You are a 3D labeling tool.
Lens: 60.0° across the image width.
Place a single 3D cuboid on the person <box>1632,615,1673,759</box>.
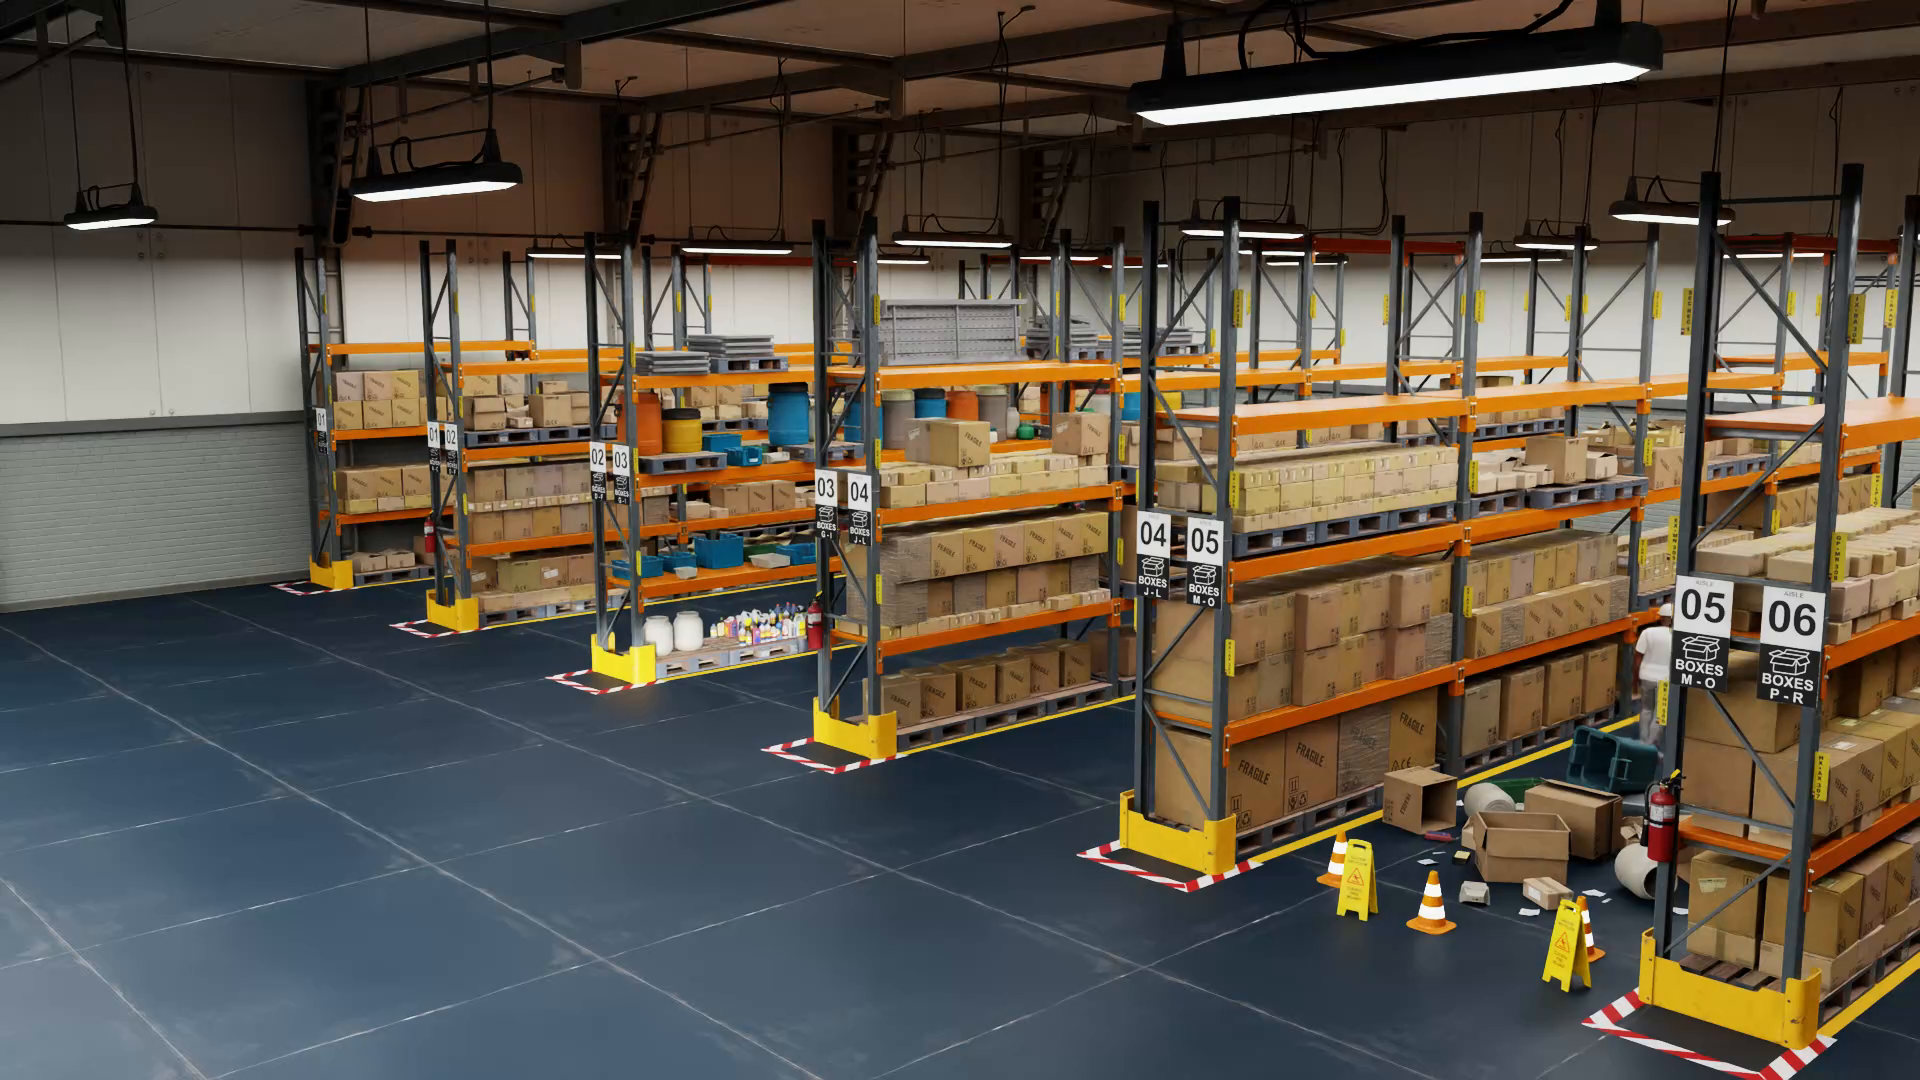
[{"bbox_3d":[7.797,1.605,18.517,0.586,1.720,0.528,7,11,41],"label":"person"}]
